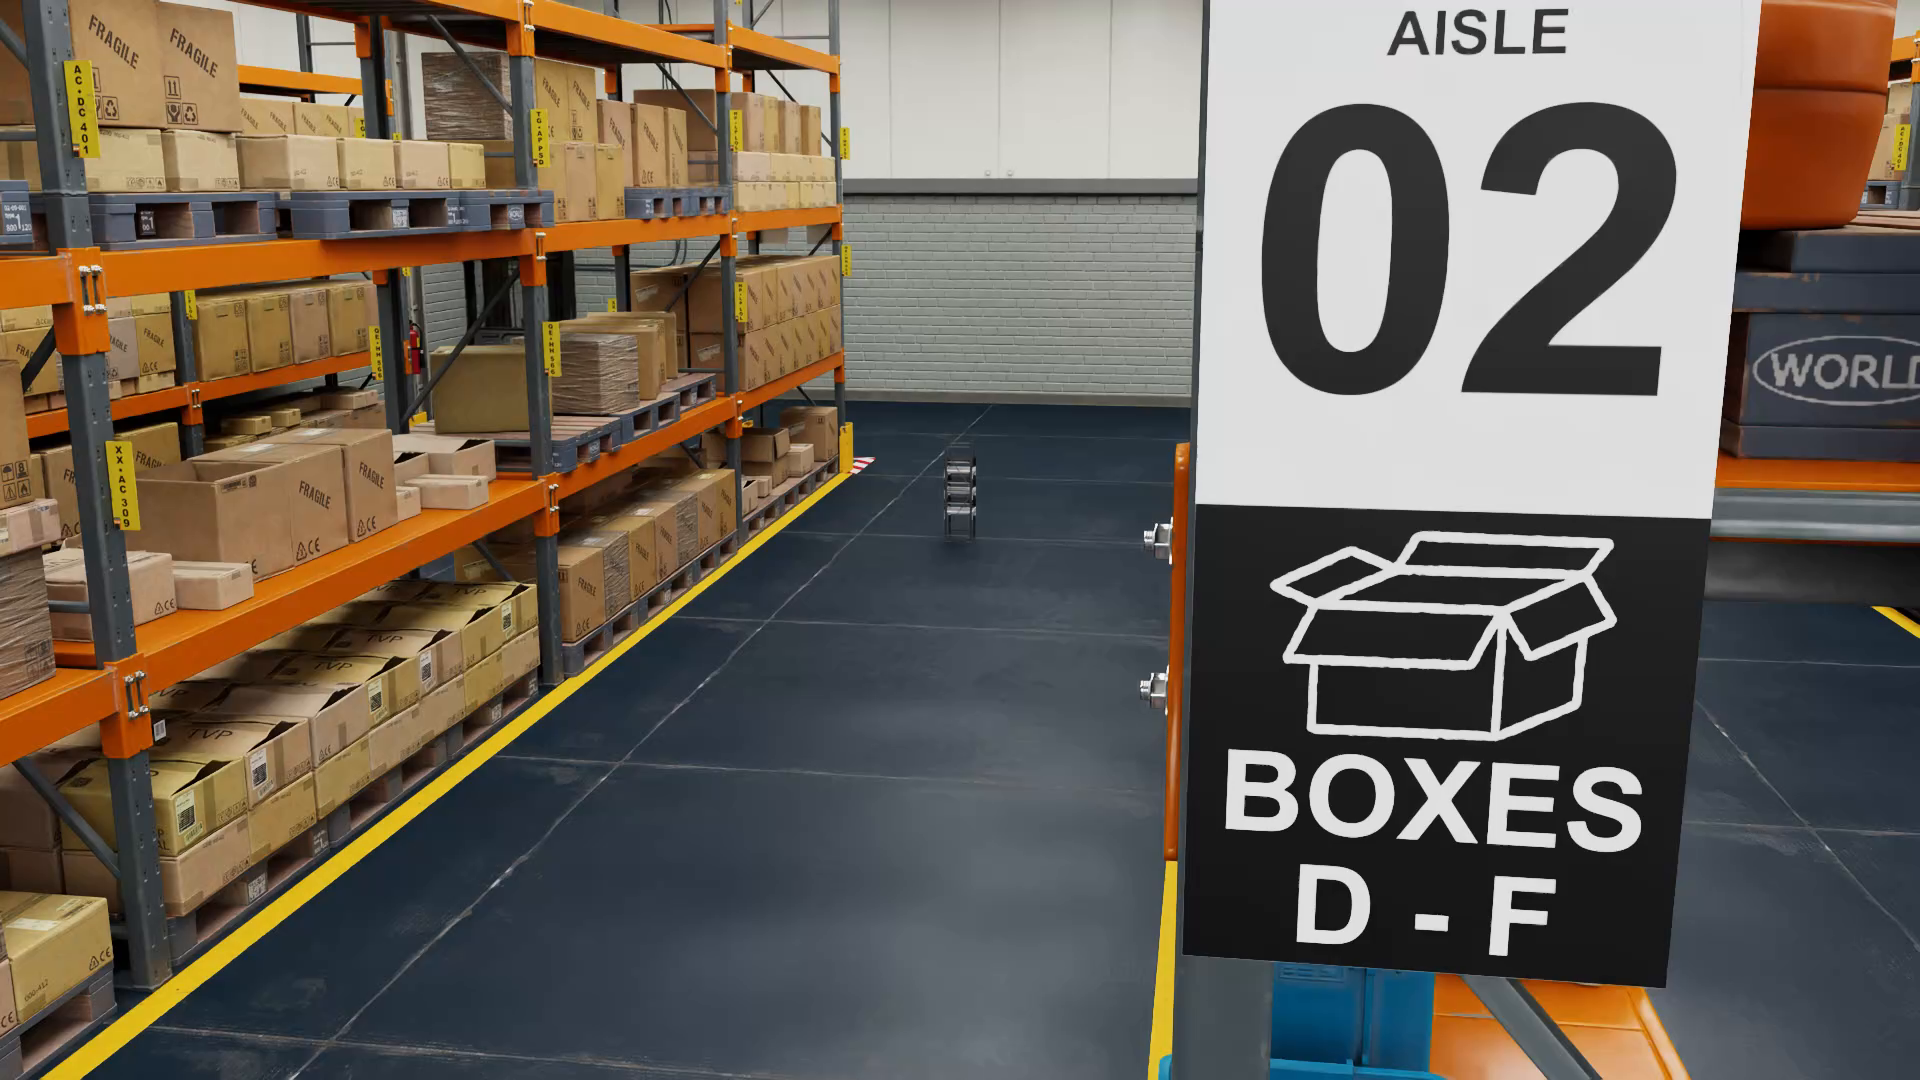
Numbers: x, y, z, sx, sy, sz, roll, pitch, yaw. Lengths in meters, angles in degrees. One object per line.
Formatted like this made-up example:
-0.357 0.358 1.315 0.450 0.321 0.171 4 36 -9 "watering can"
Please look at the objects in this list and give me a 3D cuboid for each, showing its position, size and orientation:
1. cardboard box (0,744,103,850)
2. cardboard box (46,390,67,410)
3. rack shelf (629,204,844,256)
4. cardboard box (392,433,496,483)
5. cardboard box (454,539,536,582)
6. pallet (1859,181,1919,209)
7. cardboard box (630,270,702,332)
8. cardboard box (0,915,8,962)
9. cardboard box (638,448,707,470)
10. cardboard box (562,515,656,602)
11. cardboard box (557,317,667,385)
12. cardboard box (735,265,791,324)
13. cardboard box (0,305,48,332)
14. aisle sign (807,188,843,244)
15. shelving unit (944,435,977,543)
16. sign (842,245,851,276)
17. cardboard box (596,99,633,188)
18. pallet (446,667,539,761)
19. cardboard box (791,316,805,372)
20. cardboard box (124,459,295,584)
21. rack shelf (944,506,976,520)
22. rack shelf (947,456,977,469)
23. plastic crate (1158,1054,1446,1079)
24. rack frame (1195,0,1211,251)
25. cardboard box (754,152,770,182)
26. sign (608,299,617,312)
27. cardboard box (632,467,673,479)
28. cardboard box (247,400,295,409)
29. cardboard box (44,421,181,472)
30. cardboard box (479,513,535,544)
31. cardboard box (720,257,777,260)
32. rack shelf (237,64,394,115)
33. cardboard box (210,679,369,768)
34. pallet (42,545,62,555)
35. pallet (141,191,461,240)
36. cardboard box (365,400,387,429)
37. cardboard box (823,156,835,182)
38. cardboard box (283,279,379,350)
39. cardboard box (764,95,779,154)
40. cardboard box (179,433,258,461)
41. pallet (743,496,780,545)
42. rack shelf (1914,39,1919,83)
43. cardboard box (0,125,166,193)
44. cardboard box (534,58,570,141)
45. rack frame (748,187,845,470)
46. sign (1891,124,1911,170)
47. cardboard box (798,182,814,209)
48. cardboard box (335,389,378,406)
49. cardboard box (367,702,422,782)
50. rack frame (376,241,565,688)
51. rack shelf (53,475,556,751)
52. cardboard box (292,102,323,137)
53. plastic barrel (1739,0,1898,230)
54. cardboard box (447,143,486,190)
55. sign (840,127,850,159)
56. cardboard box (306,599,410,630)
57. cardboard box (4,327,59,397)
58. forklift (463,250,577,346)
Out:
-3.811 1.019 6.844 0.500 0.311 0.500 2 12 9 "cardboard box"
-7.266 -1.122 13.126 0.380 0.149 0.250 2 12 7 "cardboard box"
-2.052 -2.948 15.642 1.077 0.370 4.000 2 12 9 "rack shelf"
-3.074 -0.467 9.751 0.500 0.311 0.500 3 12 12 "cardboard box"
-3.063 0.220 11.242 0.500 0.500 0.500 2 12 11 "cardboard box"
7.565 -2.689 12.939 1.003 0.211 1.213 2 12 9 "pallet"
-2.537 -2.069 14.362 0.500 0.500 0.500 2 12 9 "cardboard box"
-3.533 1.228 5.427 0.500 0.500 0.500 2 12 9 "cardboard box"
-2.552 -0.538 14.760 0.500 0.500 0.500 2 12 9 "cardboard box"
-2.465 0.123 11.691 0.500 0.500 0.500 2 12 8 "cardboard box"
-2.696 -1.435 12.798 0.700 0.500 0.500 4 13 18 "cardboard box"
-1.850 -2.258 15.242 0.500 0.500 0.500 2 12 7 "cardboard box"
-7.318 -1.724 12.601 0.500 0.250 0.500 2 12 7 "cardboard box"
-1.431 -3.525 17.560 0.394 0.787 0.004 2 12 9 "aisle sign"
0.001 -0.442 14.406 0.258 0.900 0.210 2 12 9 "shelving unit"
-1.199 -2.948 17.556 0.100 0.325 0.005 2 12 9 "sign"
-2.712 -2.807 11.805 0.600 0.600 0.600 1 12 6 "cardboard box"
-3.140 0.949 9.591 1.003 0.211 1.213 2 12 9 "pallet"
-1.780 -1.880 15.861 0.500 0.500 0.500 2 12 8 "cardboard box"
-3.374 -0.070 7.461 0.500 0.500 0.500 3 12 13 "cardboard box"
0.001 -0.233 14.451 0.258 0.077 0.200 2 12 9 "rack shelf"
0.001 -0.673 14.357 0.258 0.077 0.200 2 12 9 "rack shelf"
0.576 1.066 2.781 0.499 0.251 0.408 2 12 9 "plastic crate"
0.689 -1.691 0.979 1.000 3.000 0.127 2 12 9 "rack frame"
-1.964 -3.252 14.513 0.500 0.250 0.500 2 12 9 "cardboard box"
-2.897 -1.857 13.933 0.100 0.325 0.005 2 12 9 "sign"
-2.674 -0.318 13.737 0.500 0.500 0.500 1 12 6 "cardboard box"
-7.020 -1.330 16.941 0.380 0.149 0.250 2 12 9 "cardboard box"
-7.226 -0.592 14.226 0.750 0.750 0.750 2 12 9 "cardboard box"
-3.058 -0.159 11.218 0.500 0.250 0.500 2 12 11 "cardboard box"
-2.146 -2.595 16.803 0.500 0.500 0.500 2 12 9 "cardboard box"
-6.947 -4.379 16.109 1.077 0.370 4.000 2 12 9 "rack shelf"
-3.119 0.823 7.754 0.500 0.311 0.500 1 12 7 "cardboard box"
-7.484 0.204 13.047 1.003 0.211 1.213 2 12 9 "pallet"
-3.160 -1.582 8.041 1.003 0.211 1.213 2 12 11 "pallet"
-6.648 -1.244 18.083 0.700 0.500 0.500 2 12 9 "cardboard box"
-1.571 -3.772 16.927 0.500 0.250 0.500 2 12 9 "cardboard box"
-6.708 -2.450 18.029 0.980 0.700 0.700 2 12 11 "cardboard box"
-2.034 -3.728 14.939 0.700 0.500 0.500 2 12 9 "cardboard box"
-7.038 -0.713 15.617 0.700 0.500 0.500 2 12 9 "cardboard box"
-2.253 -0.197 14.907 1.003 0.211 1.213 2 12 9 "pallet"
7.121 -3.065 10.011 1.077 0.370 4.000 2 12 9 "rack shelf"
-3.485 -1.478 6.472 0.500 0.250 0.500 3 13 15 "cardboard box"
-2.823 -2.786 10.568 0.500 0.500 0.500 2 12 9 "cardboard box"
-1.744 -2.250 17.814 1.000 3.000 0.127 2 12 9 "rack frame"
6.880 -2.871 12.160 0.100 0.325 0.005 2 12 9 "sign"
-1.714 -3.319 16.012 0.500 0.250 0.500 2 12 9 "cardboard box"
-6.488 -1.529 17.863 0.380 0.149 0.250 2 12 8 "cardboard box"
-3.047 0.991 8.306 0.500 0.250 0.500 2 12 10 "cardboard box"
-2.974 -0.585 10.087 1.000 3.000 0.127 2 12 9 "rack frame"
-3.282 0.183 8.231 1.077 0.370 4.000 2 12 9 "rack shelf"
-6.642 -4.050 16.386 0.500 0.500 0.500 1 12 6 "cardboard box"
0.638 -0.745 1.694 0.600 0.830 0.708 2 12 9 "plastic barrel"
-2.989 -2.087 9.295 0.500 0.250 0.500 1 12 4 "cardboard box"
-1.199 -4.127 17.302 0.100 0.325 0.005 2 12 9 "sign"
-3.418 0.489 9.303 0.500 0.311 0.500 2 12 7 "cardboard box"
-7.303 -1.362 12.702 0.500 0.500 0.500 2 12 10 "cardboard box"
-4.475 -1.923 16.459 1.130 2.935 3.031 3 12 12 "forklift"
